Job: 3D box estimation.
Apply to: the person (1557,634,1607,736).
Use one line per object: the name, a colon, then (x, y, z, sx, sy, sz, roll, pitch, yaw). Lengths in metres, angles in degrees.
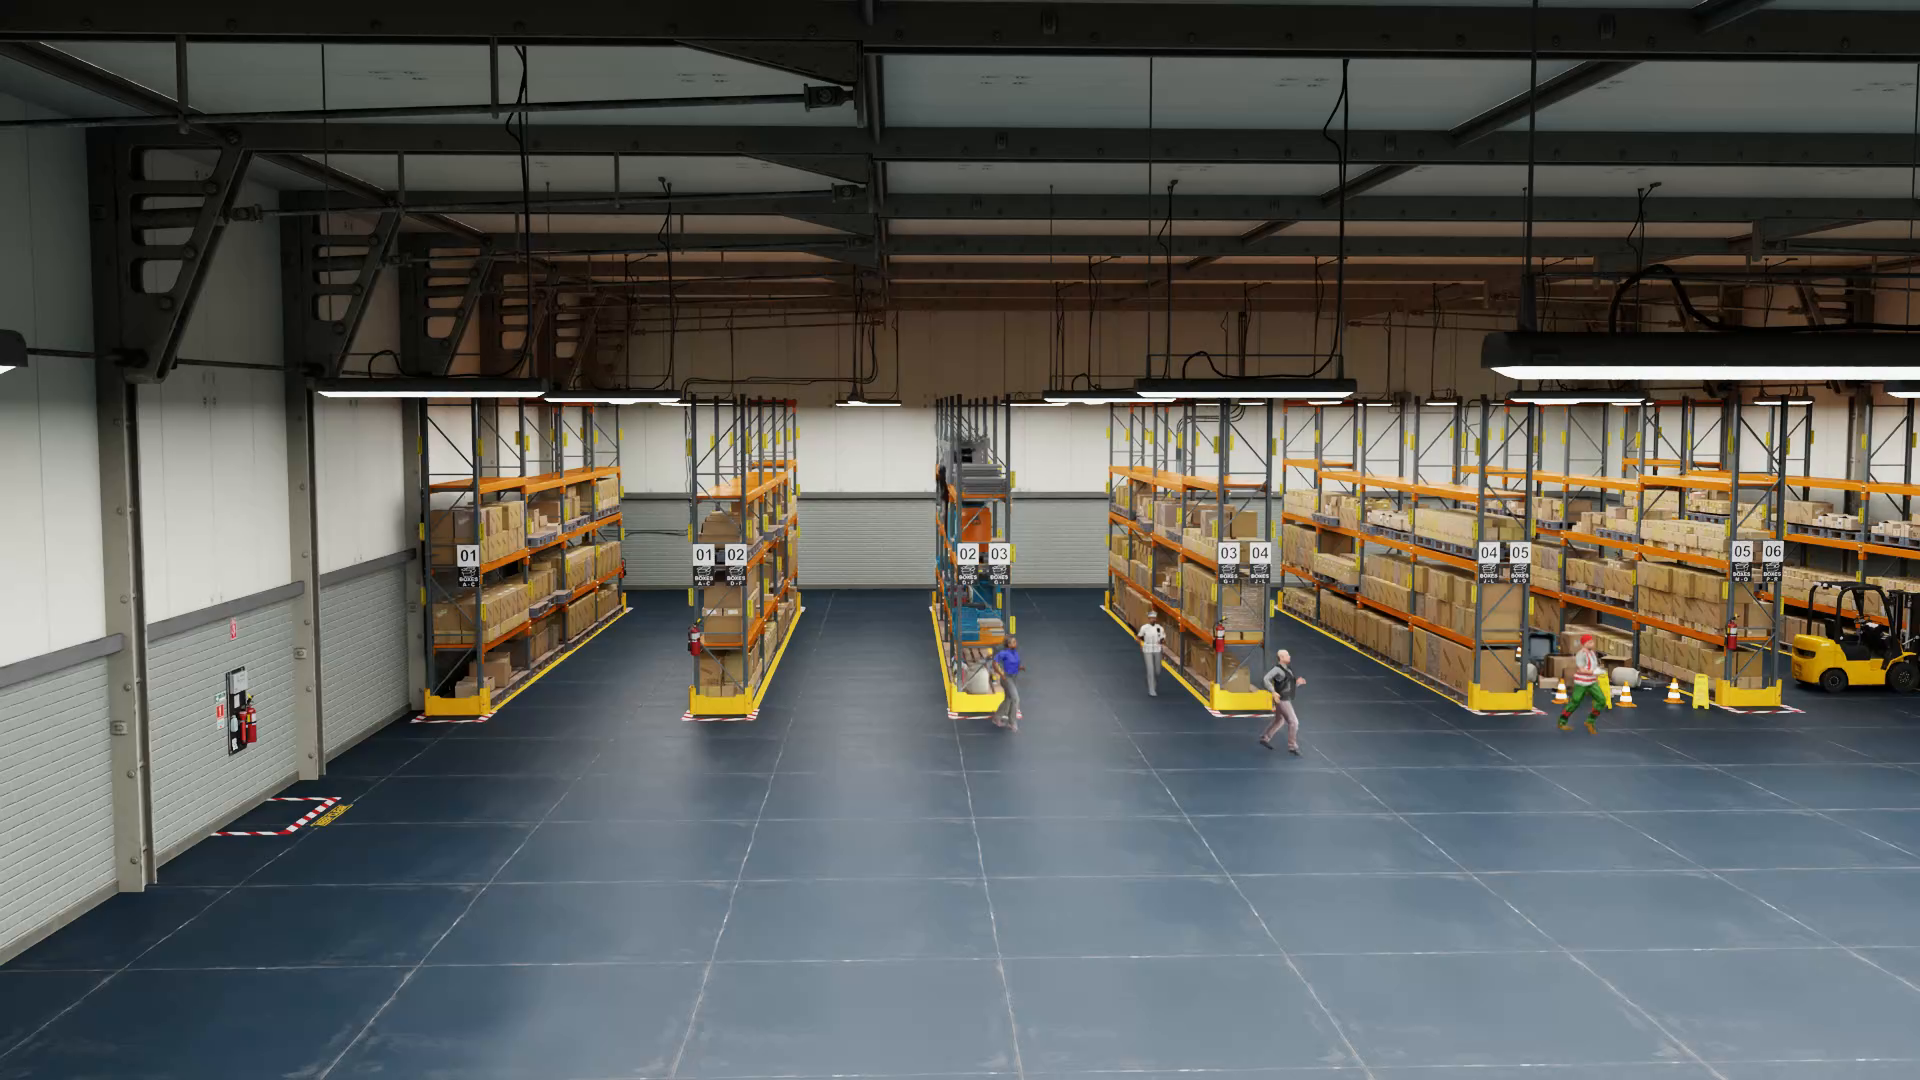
person: (10.974, 2.532, 29.178, 0.676, 1.792, 0.891, -4, 6, -38)

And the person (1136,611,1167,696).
person: (3.858, 2.249, 33.415, 0.587, 1.671, 0.871, 0, 5, -5)

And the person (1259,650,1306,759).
person: (5.328, 2.692, 27.469, 0.825, 1.771, 0.633, 2, 5, 25)

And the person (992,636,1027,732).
person: (0.891, 2.573, 29.718, 0.678, 1.713, 0.561, 3, 5, 29)
